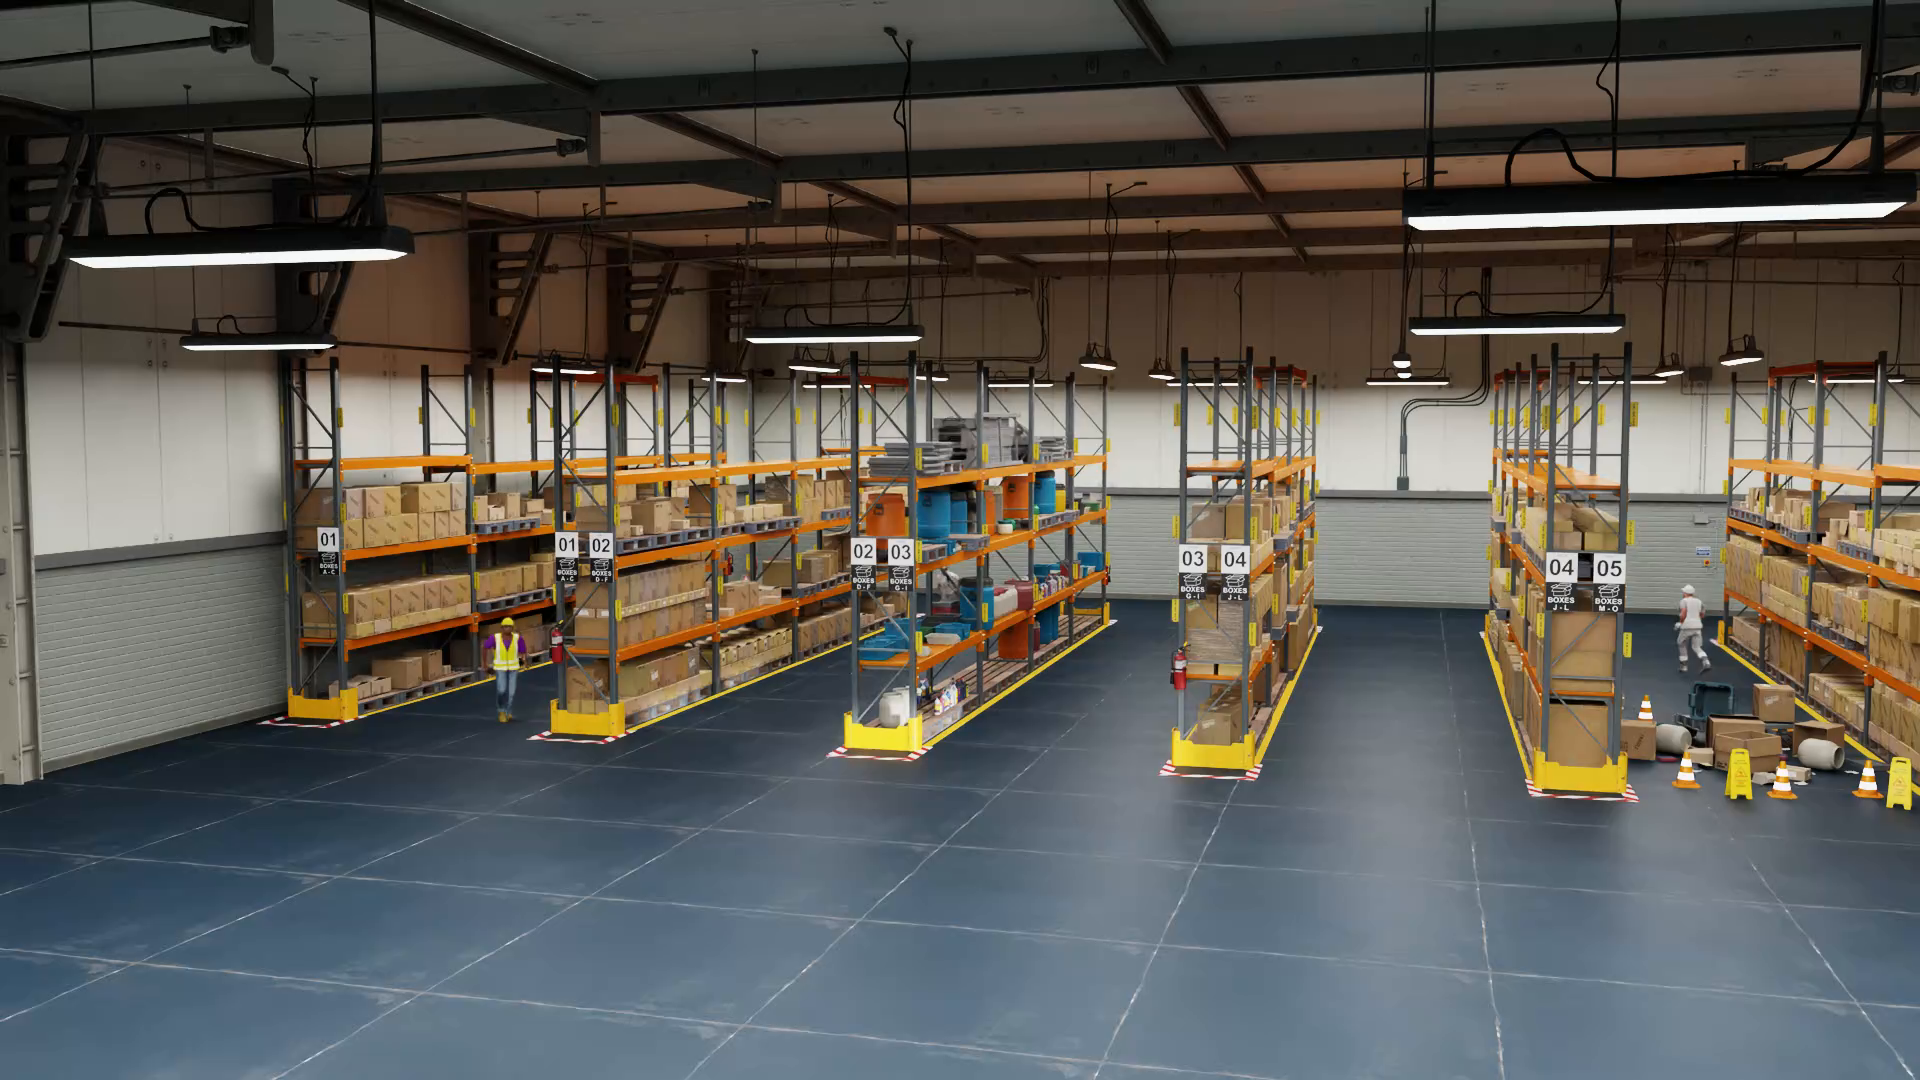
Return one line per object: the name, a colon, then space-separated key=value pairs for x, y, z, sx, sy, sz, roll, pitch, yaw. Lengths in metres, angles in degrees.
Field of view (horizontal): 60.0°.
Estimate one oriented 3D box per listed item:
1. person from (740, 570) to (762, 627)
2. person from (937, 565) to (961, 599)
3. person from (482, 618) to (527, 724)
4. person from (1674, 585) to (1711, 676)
person: x=-4.730 y=1.388 z=37.325 sx=0.649 sy=1.744 sz=0.591 roll=1 pitch=4 yaw=13
person: x=-0.270 y=1.310 z=39.988 sx=0.575 sy=1.534 sz=0.755 roll=2 pitch=5 yaw=26
person: x=-7.437 y=2.140 z=27.254 sx=0.690 sy=1.742 sz=0.775 roll=-2 pitch=5 yaw=-24
person: x=14.218 y=1.762 z=32.236 sx=0.675 sy=1.752 sz=0.941 roll=-1 pitch=4 yaw=-9
